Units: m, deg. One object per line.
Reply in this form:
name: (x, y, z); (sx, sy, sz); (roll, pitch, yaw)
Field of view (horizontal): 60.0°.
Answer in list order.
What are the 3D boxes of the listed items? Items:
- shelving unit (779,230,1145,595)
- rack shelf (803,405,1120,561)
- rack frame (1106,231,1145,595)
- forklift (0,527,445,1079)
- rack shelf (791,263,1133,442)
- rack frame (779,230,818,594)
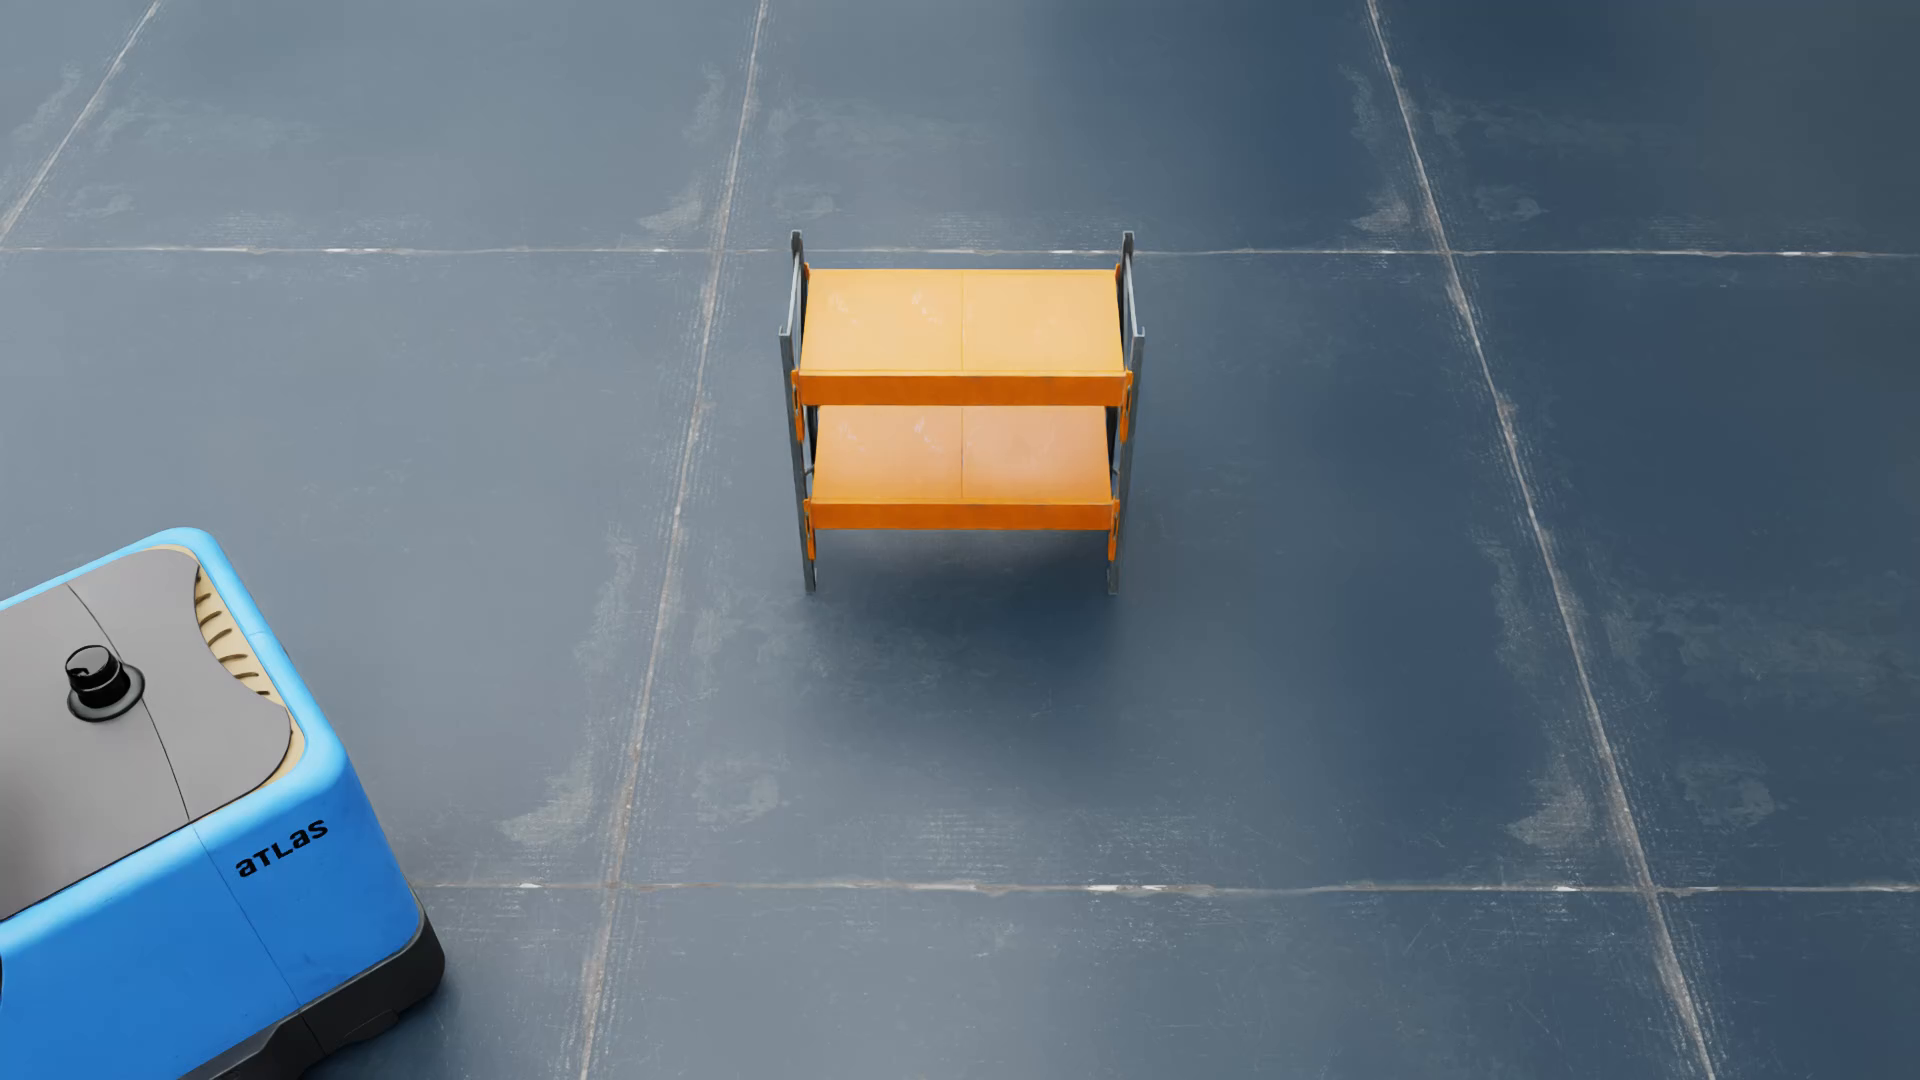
shelving unit: (0.007, -0.383, 5.338); (1.048, 1.125, 0.538); (0, 47, 0)
rack shelf: (0.007, -0.217, 5.517); (1.000, 0.278, 0.538); (0, 47, 0)
rack frame: (0.515, -0.382, 5.337); (0.032, 1.125, 0.500); (0, 47, 0)
forklift: (-2.893, 0.607, 3.183); (3.031, 2.935, 1.130); (-29, 53, -24)
rack shelf: (0.007, -0.583, 5.124); (1.000, 0.278, 0.538); (0, 47, 0)
rack frame: (-0.502, -0.385, 5.340); (0.032, 1.125, 0.500); (0, 47, 0)
